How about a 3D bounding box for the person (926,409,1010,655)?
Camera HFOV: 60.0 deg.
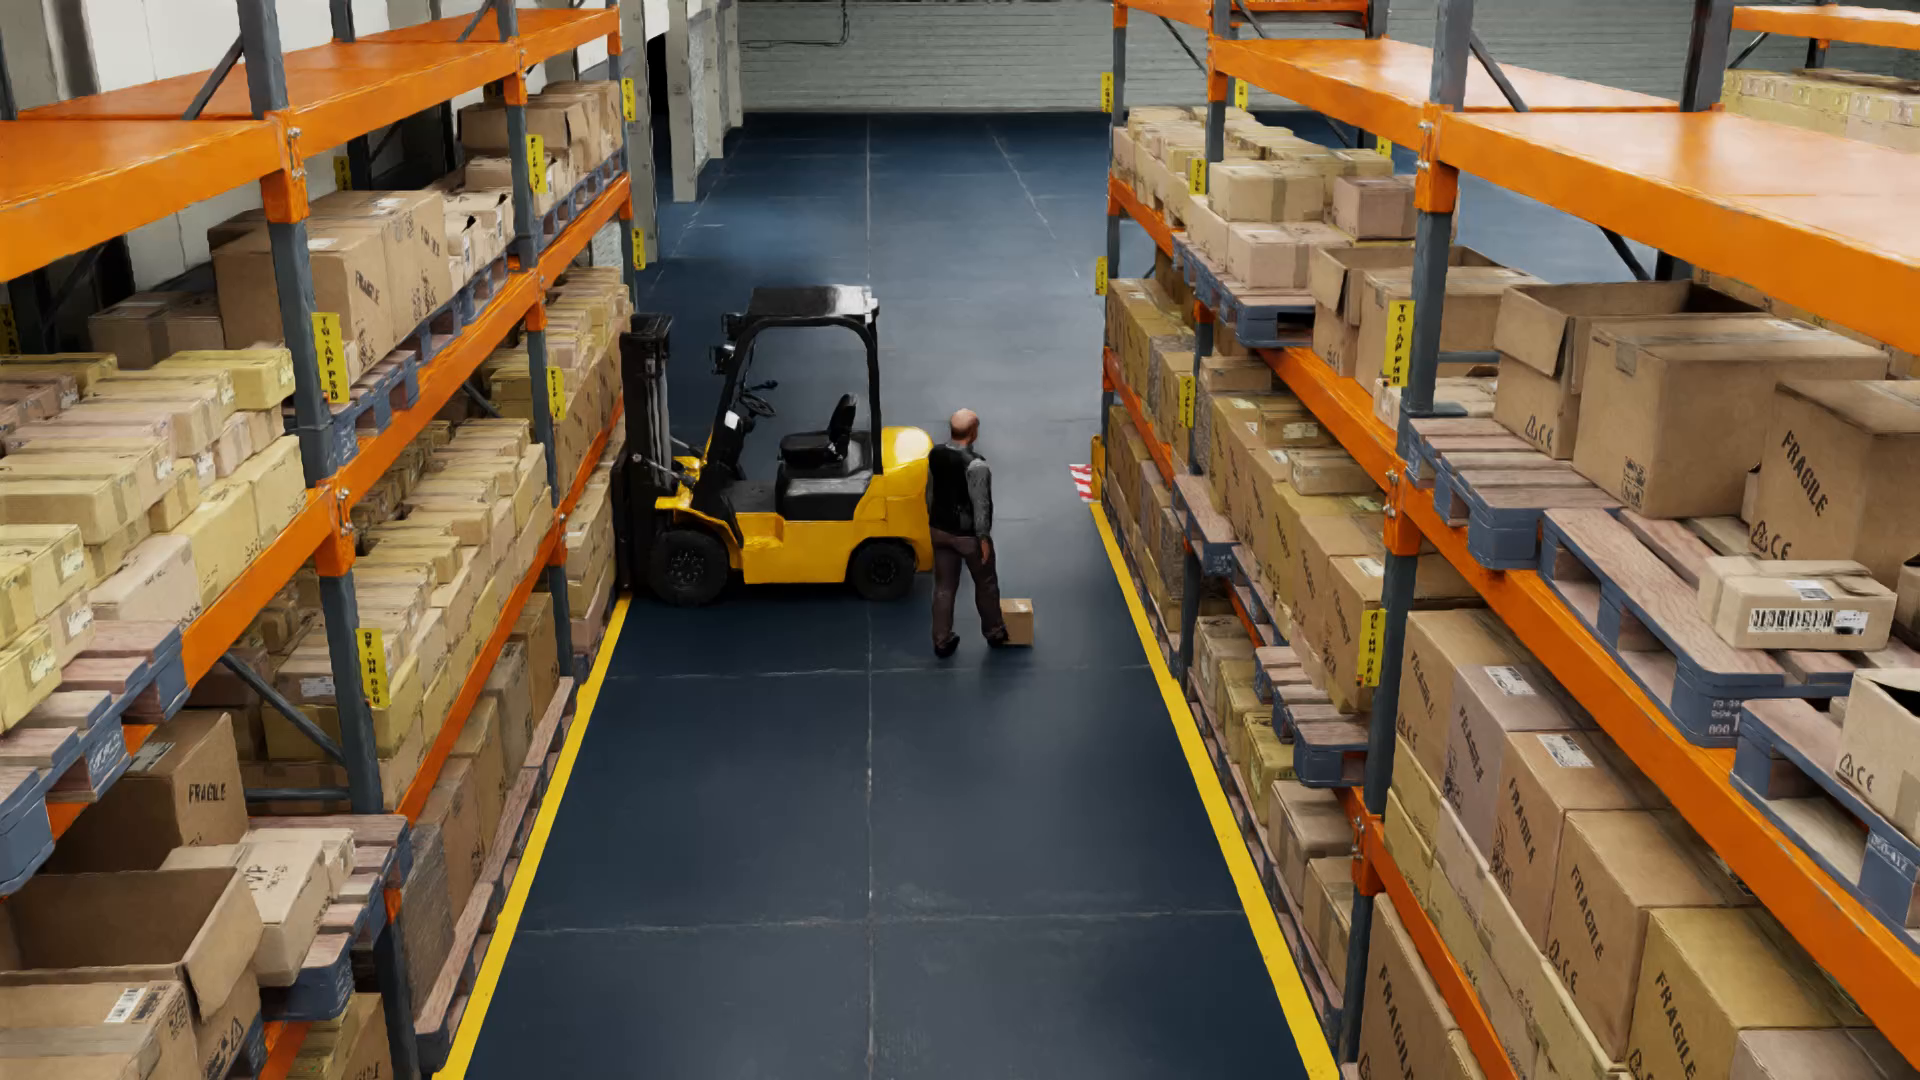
[{"bbox_3d":[0.073,-0.085,11.310,0.583,1.719,0.659,15,25,36],"label":"person"}]
